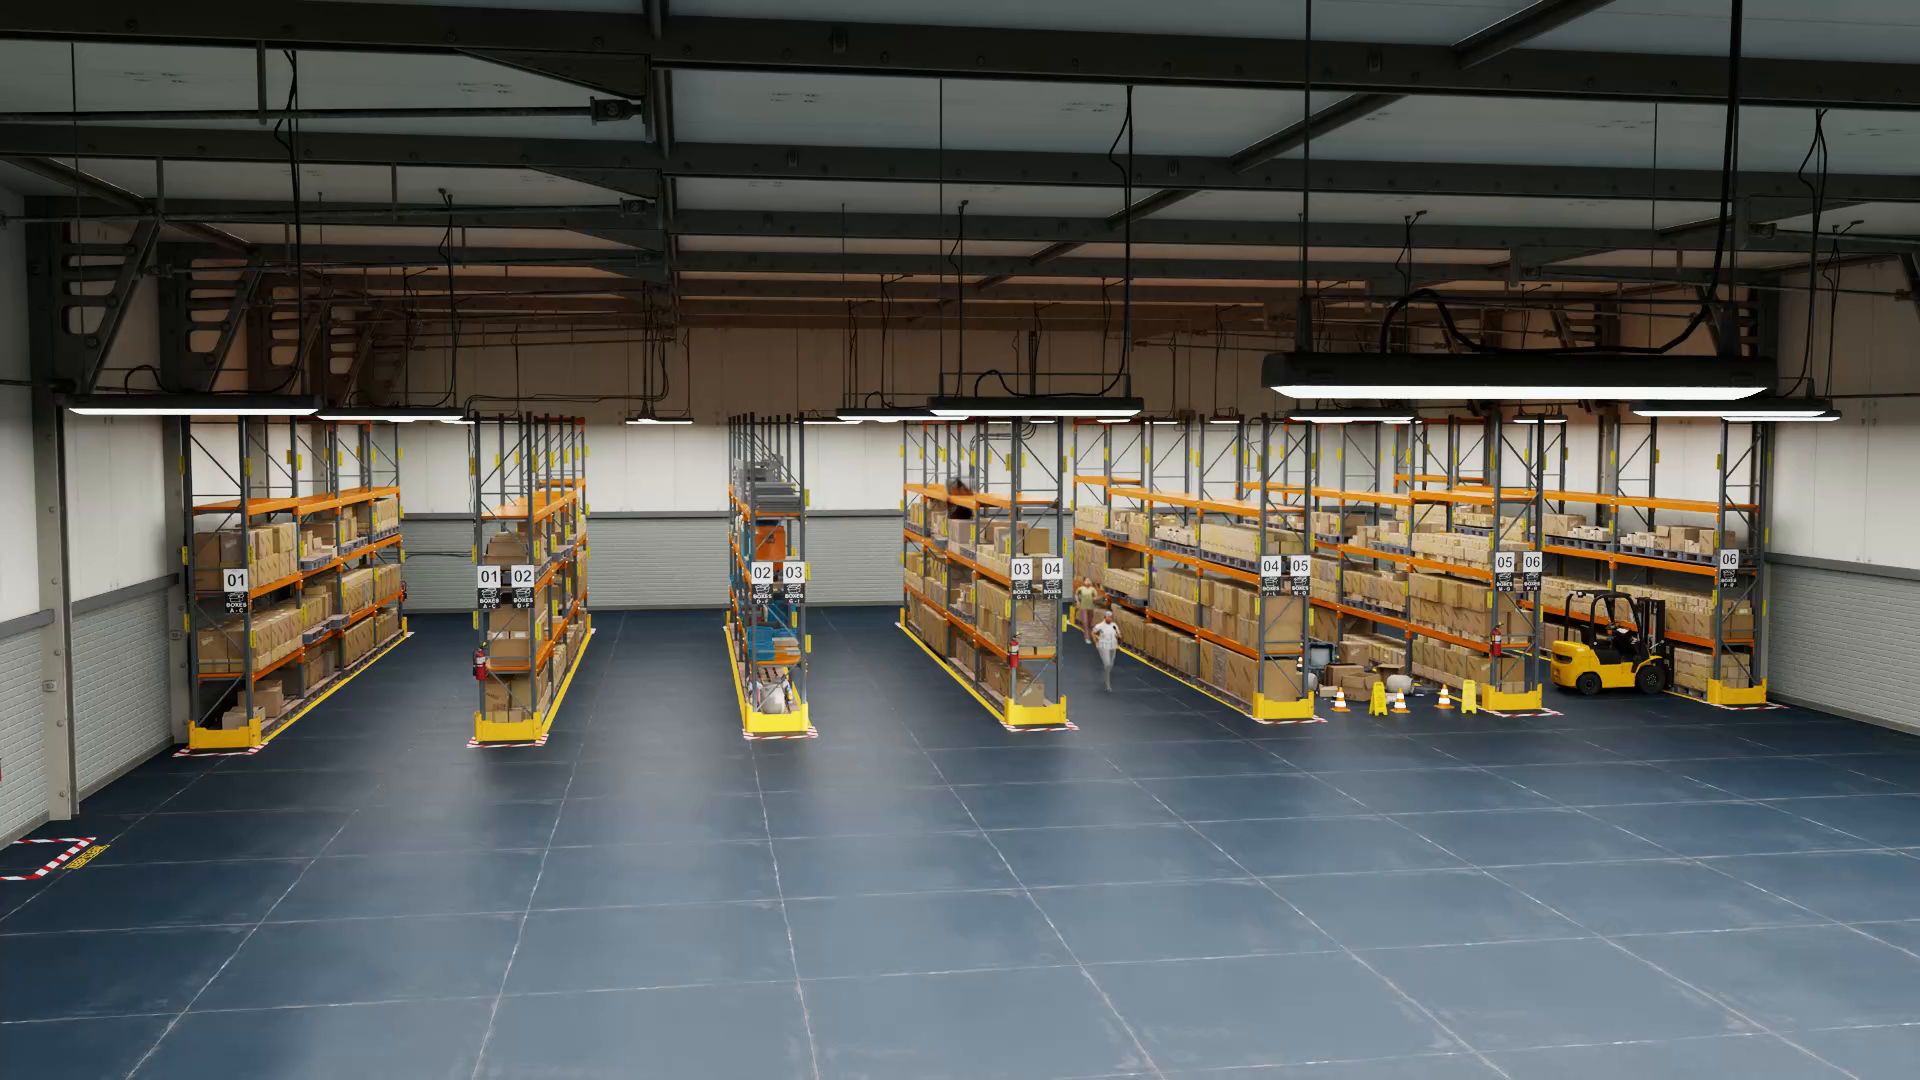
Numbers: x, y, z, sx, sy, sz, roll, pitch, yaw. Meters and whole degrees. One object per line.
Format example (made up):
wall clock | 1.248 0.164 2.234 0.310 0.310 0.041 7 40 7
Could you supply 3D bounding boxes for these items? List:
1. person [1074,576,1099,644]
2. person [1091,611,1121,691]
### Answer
person | 3.198 1.760 41.771 0.581 1.683 0.895 -1 4 -9
person | 3.222 2.416 36.371 0.579 1.728 0.762 -2 4 -24
